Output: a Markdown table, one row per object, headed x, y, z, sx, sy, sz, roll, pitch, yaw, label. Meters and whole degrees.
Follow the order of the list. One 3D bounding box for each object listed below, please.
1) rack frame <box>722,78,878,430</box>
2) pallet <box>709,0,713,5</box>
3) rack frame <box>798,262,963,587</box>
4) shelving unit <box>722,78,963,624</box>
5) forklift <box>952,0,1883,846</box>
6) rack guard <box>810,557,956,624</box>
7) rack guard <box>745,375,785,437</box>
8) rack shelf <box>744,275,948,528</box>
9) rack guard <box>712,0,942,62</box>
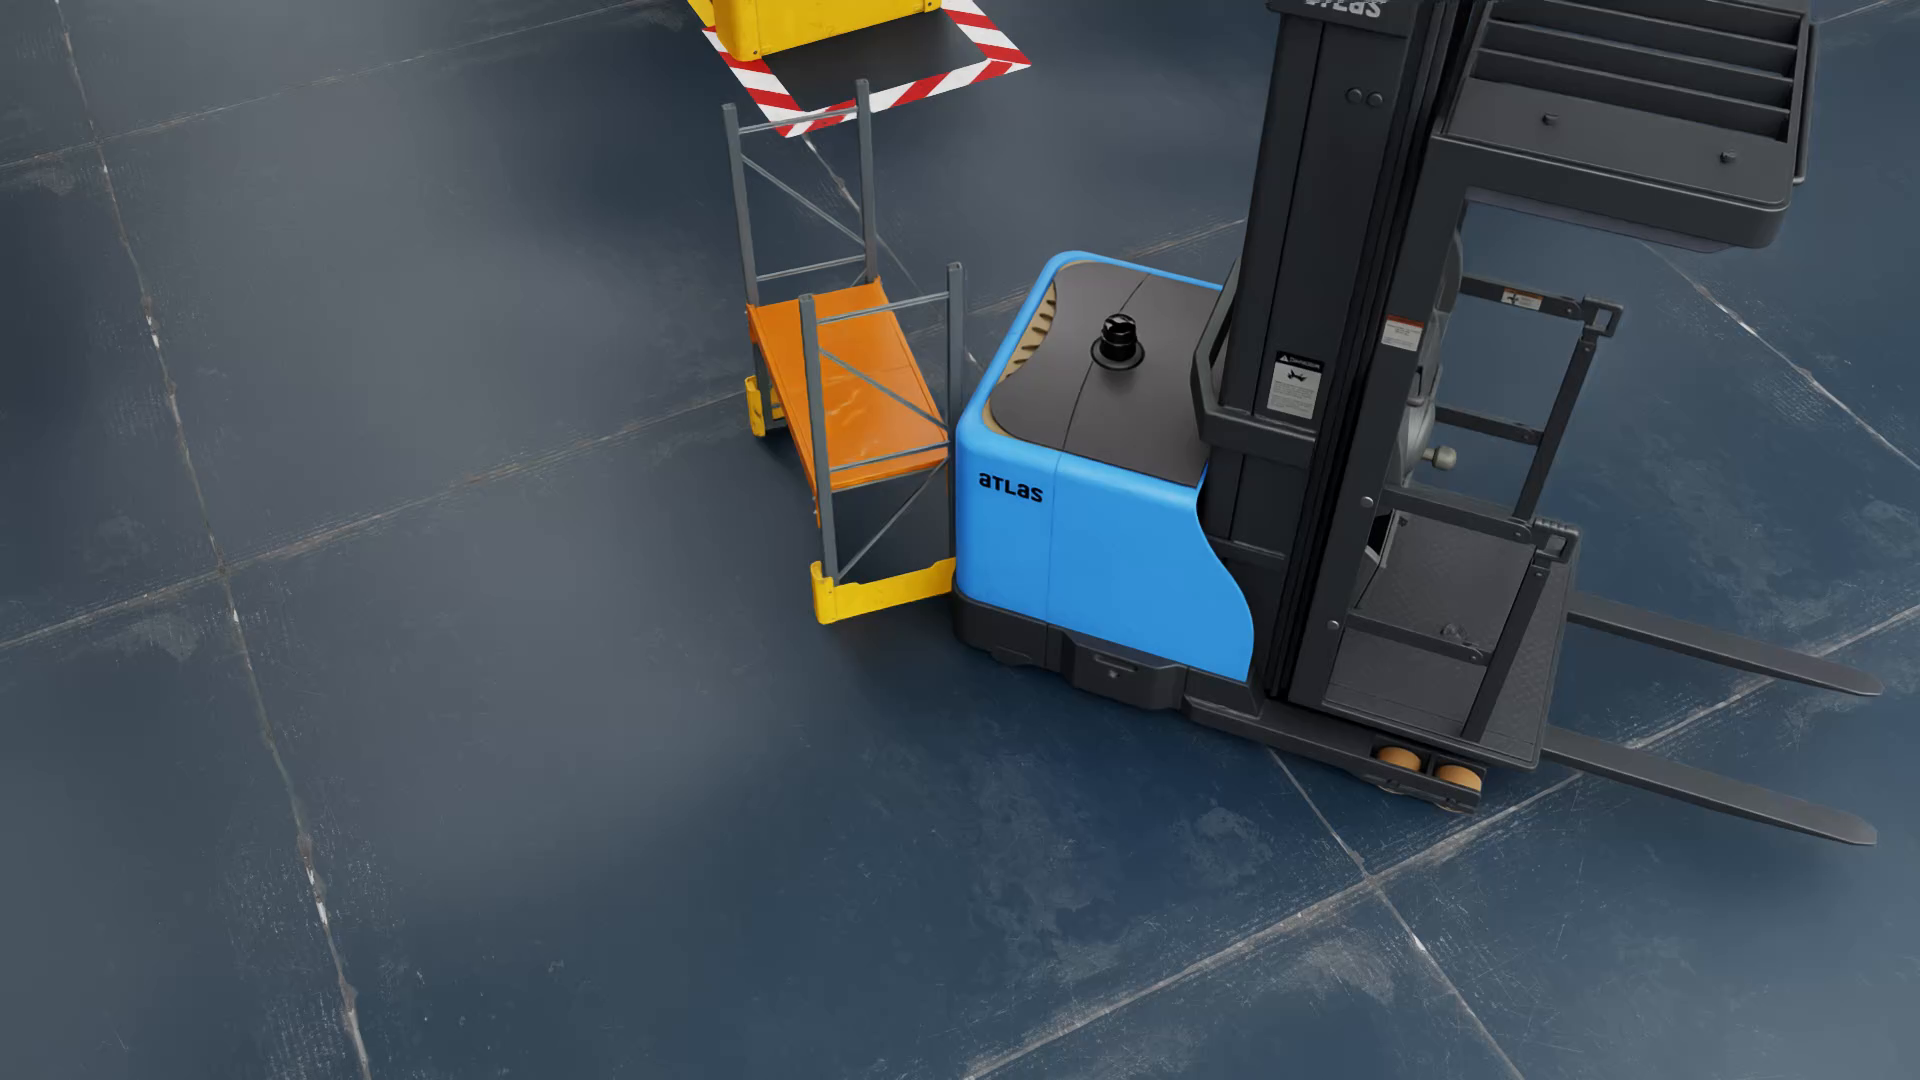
| x | y | z | sx | sy | sz | roll | pitch | yaw | label |
| --- | --- | --- | --- | --- | --- | --- | --- | --- | --- |
| -0.549 | -0.999 | 6.127 | 0.500 | 1.500 | 0.032 | -14 | 50 | -12 | rack frame |
| -1.039 | -3.316 | 9.010 | 1.003 | 0.211 | 1.213 | -21 | 52 | -18 | pallet |
| -0.234 | -0.271 | 5.491 | 0.500 | 1.500 | 0.032 | -14 | 50 | -12 | rack frame |
| -0.394 | -0.642 | 5.815 | 0.587 | 1.500 | 1.083 | -14 | 50 | -12 | shelving unit |
| 1.541 | -0.527 | 4.764 | 3.031 | 2.935 | 1.130 | 16 | 51 | 14 | forklift |
| -0.240 | 0.126 | 5.974 | 0.587 | 0.250 | 0.087 | -14 | 50 | -12 | rack guard |
| -0.549 | -0.586 | 6.597 | 0.587 | 0.250 | 0.087 | -14 | 50 | -12 | rack guard |
| -0.391 | -0.517 | 5.945 | 0.538 | 0.185 | 1.000 | -14 | 50 | -12 | rack shelf |
| -0.672 | -2.865 | 8.424 | 1.175 | 0.500 | 0.348 | -21 | 52 | -18 | rack guard |
